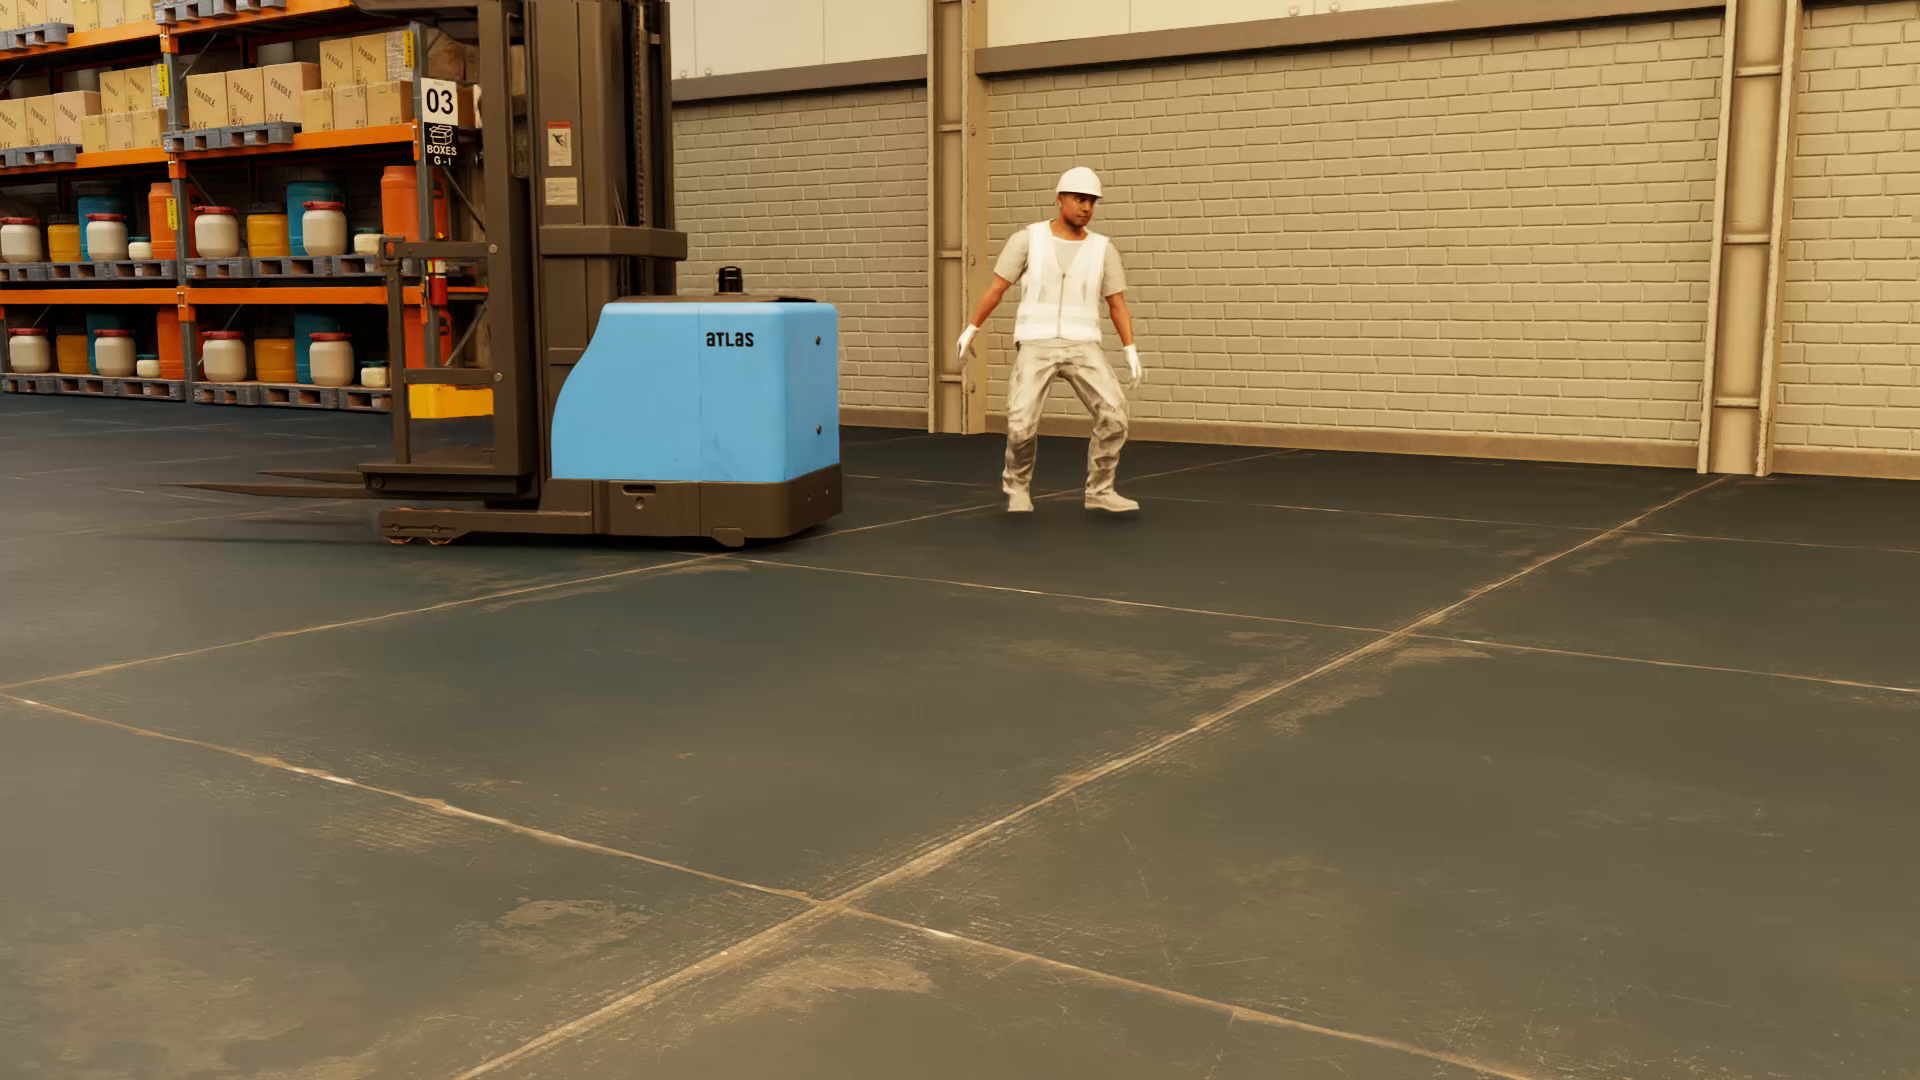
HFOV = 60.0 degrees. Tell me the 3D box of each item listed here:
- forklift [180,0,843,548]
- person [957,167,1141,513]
[{"bbox_3d":[-2.137,-1.496,7.716,3.031,2.935,1.130,2,8,11],"label":"forklift"},{"bbox_3d":[0.440,-0.973,8.241,0.913,1.699,0.496,0,8,0],"label":"person"}]
